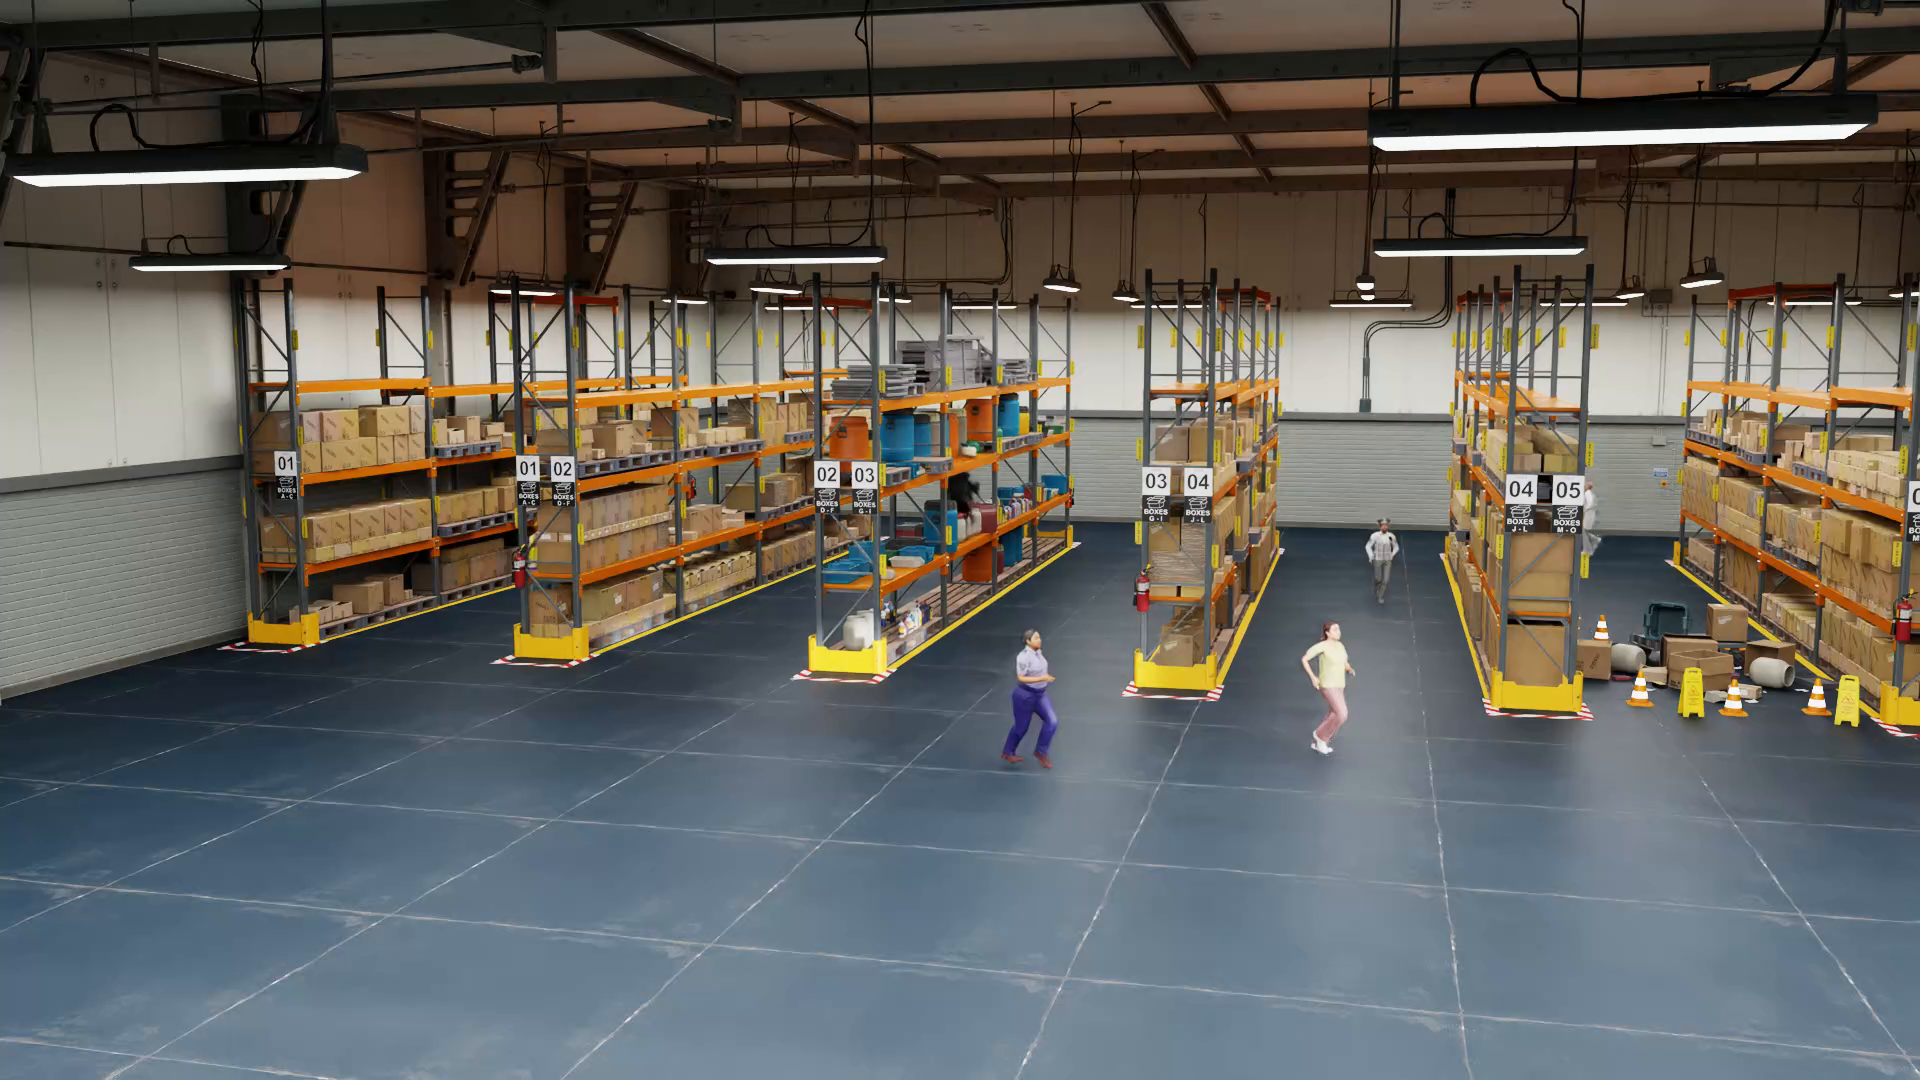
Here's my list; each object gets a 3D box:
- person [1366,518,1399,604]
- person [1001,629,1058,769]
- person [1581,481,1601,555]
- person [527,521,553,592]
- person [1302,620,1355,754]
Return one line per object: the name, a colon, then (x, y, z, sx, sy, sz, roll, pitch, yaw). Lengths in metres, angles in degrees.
person: (8.057, 0.389, 31.726, 0.594, 1.641, 0.553, 1, 7, 5)
person: (0.841, 1.870, 19.504, 0.759, 1.687, 0.554, 6, 9, 39)
person: (14.640, -0.508, 38.816, 0.673, 1.748, 0.700, 2, 7, 18)
person: (-7.611, 0.510, 30.124, 0.710, 1.747, 0.968, 1, 7, 9)
person: (4.488, 1.780, 20.038, 0.560, 1.635, 0.613, -5, 9, -38)
